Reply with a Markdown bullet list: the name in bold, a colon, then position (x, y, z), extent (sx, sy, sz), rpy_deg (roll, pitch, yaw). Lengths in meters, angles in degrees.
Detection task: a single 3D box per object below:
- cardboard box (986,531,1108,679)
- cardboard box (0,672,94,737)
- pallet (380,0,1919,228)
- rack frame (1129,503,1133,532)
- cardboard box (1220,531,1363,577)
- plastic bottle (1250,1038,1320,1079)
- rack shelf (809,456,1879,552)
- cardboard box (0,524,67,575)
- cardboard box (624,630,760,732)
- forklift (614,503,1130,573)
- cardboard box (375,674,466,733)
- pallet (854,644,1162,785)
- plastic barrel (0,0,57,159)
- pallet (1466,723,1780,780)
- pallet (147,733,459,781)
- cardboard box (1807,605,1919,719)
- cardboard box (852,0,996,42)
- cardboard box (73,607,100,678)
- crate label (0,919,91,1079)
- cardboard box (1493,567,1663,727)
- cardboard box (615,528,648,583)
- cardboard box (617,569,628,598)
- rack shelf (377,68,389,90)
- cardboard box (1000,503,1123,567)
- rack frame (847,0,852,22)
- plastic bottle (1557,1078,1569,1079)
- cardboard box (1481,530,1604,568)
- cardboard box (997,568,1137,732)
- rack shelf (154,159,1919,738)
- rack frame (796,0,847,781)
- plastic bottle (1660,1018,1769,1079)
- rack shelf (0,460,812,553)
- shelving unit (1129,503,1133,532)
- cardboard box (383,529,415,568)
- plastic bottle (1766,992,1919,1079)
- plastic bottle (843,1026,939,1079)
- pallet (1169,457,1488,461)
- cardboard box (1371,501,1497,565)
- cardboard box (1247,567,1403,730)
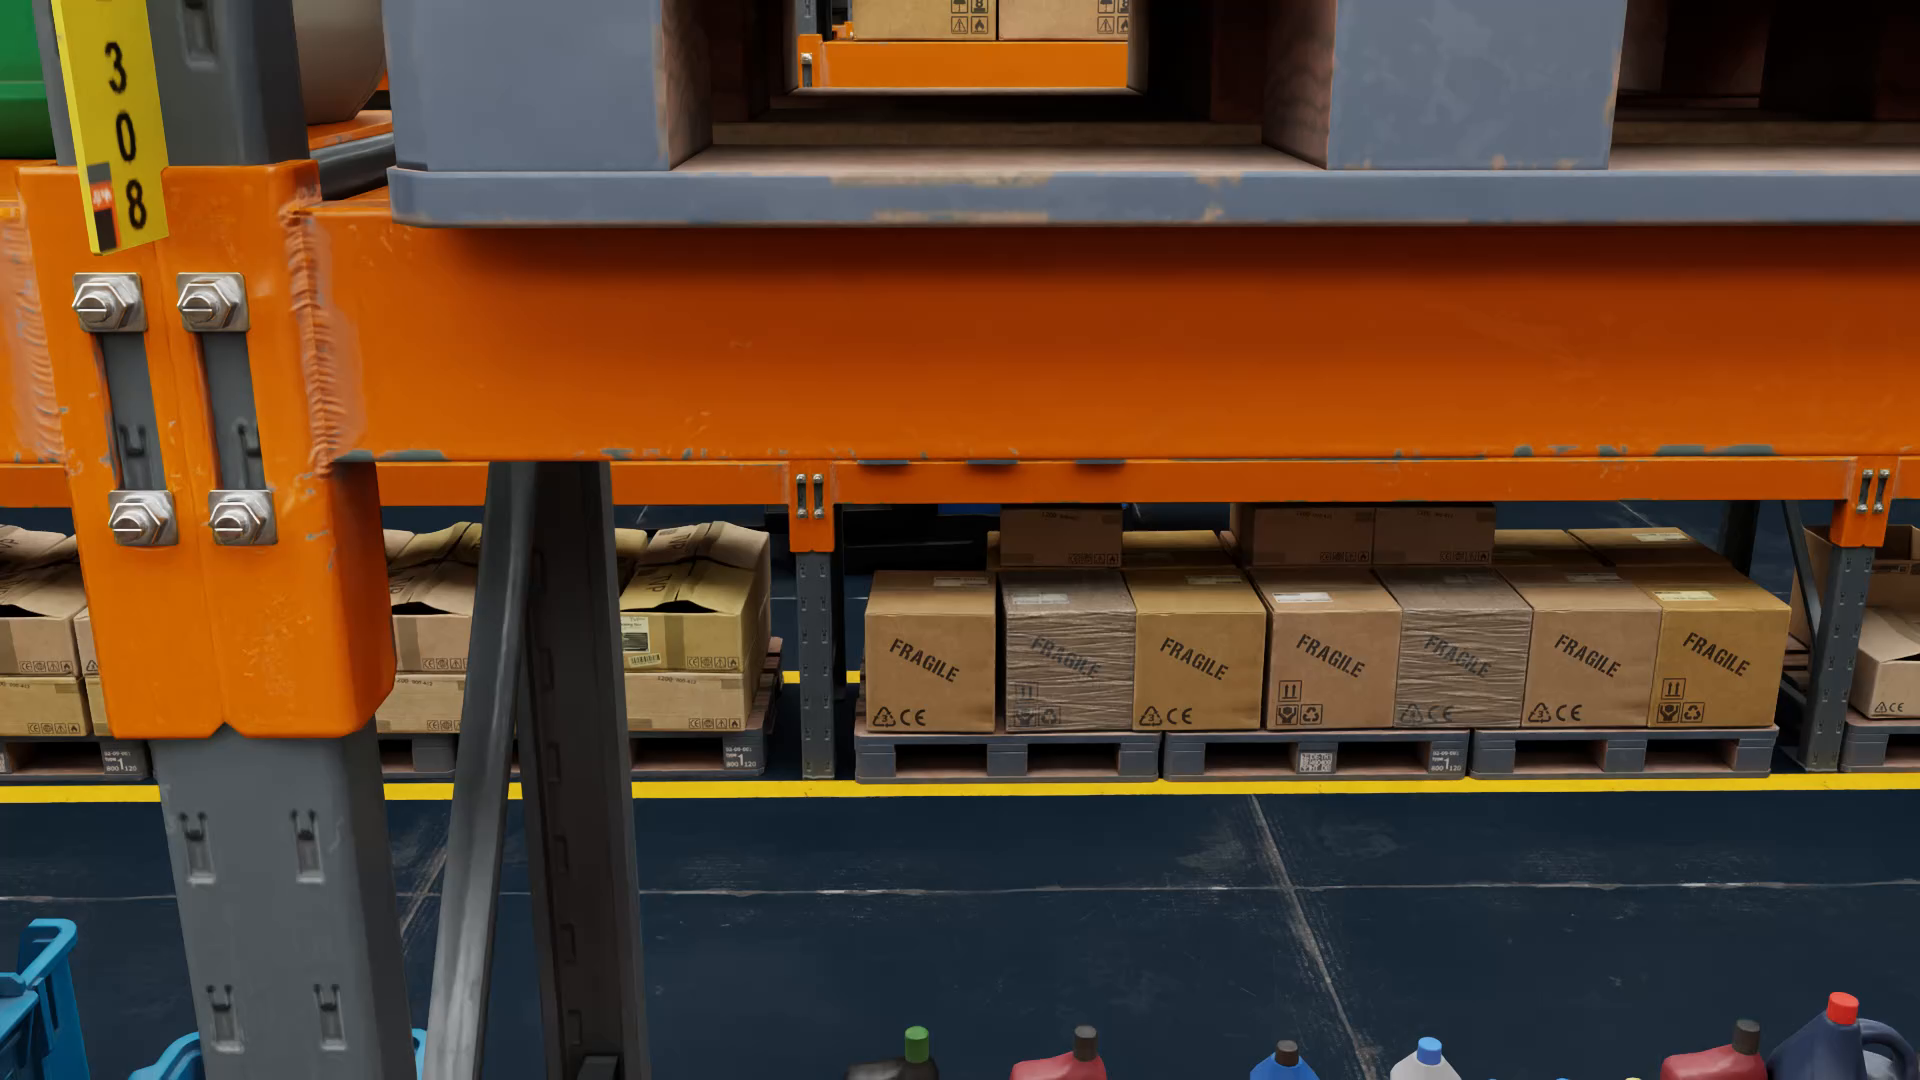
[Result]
- **cardboard box**: position (0.364, 0.276, 7.149), extent (0.500, 0.500, 0.500), rpy_deg (0, 18, 1)
- **cardboard box**: position (-3.649, 0.572, 6.669), extent (0.500, 0.250, 0.500), rpy_deg (0, 18, 1)
- **pallet**: position (0.273, -0.428, 1.370), extent (1.213, 0.211, 1.003), rpy_deg (0, 18, -1)
- **rack frame**: position (0.935, -0.758, 9.454), extent (0.032, 1.500, 0.500), rpy_deg (-2, 18, -6)
- **cardboard box**: position (1.406, 0.269, 7.170), extent (0.500, 0.500, 0.500), rpy_deg (-1, 18, -3)
- **plastic bottle**: position (0.446, 0.816, 2.303), extent (0.097, 0.271, 0.097), rpy_deg (0, 18, 0)
- **rack shelf**: position (1.432, -0.296, 6.737), extent (4.000, 0.370, 1.077), rpy_deg (0, 18, -1)
- **cardboard box**: position (-4.167, 0.143, 7.086), extent (0.500, 0.311, 0.500), rpy_deg (0, 18, -1)
- **cardboard box**: position (-1.090, 0.558, 6.713), extent (0.500, 0.250, 0.500), rpy_deg (0, 18, 0)
- **forklift**: position (-0.619, -1.377, 9.041), extent (3.031, 2.935, 1.130), rpy_deg (-2, 18, -5)
- **cardboard box**: position (-2.108, 0.563, 6.697), extent (0.500, 0.250, 0.500), rpy_deg (0, 18, 0)
- **pallet**: position (0.180, 0.707, 6.998), extent (1.213, 0.211, 1.003), rpy_deg (0, 18, -1)
- **plastic barrel**: position (-0.739, -0.453, 1.394), extent (0.294, 0.245, 0.294), rpy_deg (0, 18, 0)
- **pallet**: position (2.619, 0.695, 7.035), extent (1.213, 0.211, 1.003), rpy_deg (0, 18, -1)
- **pallet**: position (-2.608, 0.696, 7.032), extent (1.213, 0.211, 1.003), rpy_deg (0, 18, -1)
- **cardboard box**: position (3.855, 0.487, 6.801), extent (0.500, 0.311, 0.500), rpy_deg (0, 18, -1)
- **cardboard box**: position (-0.132, -2.117, 6.162), extent (0.500, 0.500, 0.910), rpy_deg (0, 18, -1)
- **cardboard box**: position (-3.132, 0.303, 6.587), extent (0.500, 0.311, 0.500), rpy_deg (-1, 18, -3)
- **crate label**: position (-1.491, 0.789, 2.118), extent (0.616, 0.435, 0.502), rpy_deg (0, 18, -1)
- **cardboard box**: position (2.449, 0.423, 6.692), extent (0.500, 0.500, 0.500), rpy_deg (0, 18, -1)
- **cardboard box**: position (-1.621, 0.132, 7.123), extent (0.500, 0.311, 0.500), rpy_deg (-1, 18, -2)
- **cardboard box**: position (-1.607, 0.296, 6.611), extent (0.500, 0.311, 0.500), rpy_deg (-1, 18, -2)
- **rack shelf**: position (-2.567, -1.705, 6.218), extent (4.000, 0.370, 1.077), rpy_deg (0, 18, -1)
- **cardboard box**: position (0.420, -0.083, 7.039), extent (0.500, 0.250, 0.500), rpy_deg (0, 18, 1)
- **rack frame**: position (-0.649, -2.142, 11.313), extent (0.127, 3.000, 1.000), rpy_deg (0, 18, -1)
- **plastic bottle**: position (0.835, 0.848, 2.320), extent (0.097, 0.201, 0.097), rpy_deg (0, 18, 0)
- **cardboard box**: position (2.411, 0.267, 7.178), extent (0.500, 0.500, 0.500), rpy_deg (0, 18, 0)
- **cardboard box**: position (0.416, 0.433, 6.659), extent (0.500, 0.500, 0.500), rpy_deg (-1, 18, -3)
- **rack shelf**: position (1.507, -0.211, 1.562), extent (4.000, 0.370, 1.077), rpy_deg (0, 18, -1)
- **rack frame**: position (-0.567, -0.629, 6.597), extent (0.127, 3.000, 1.000), rpy_deg (0, 18, -1)
- **plastic bottle**: position (1.048, 0.802, 2.328), extent (0.133, 0.283, 0.061), rpy_deg (0, 18, -1)
- **rack shelf**: position (-2.567, -0.277, 6.677), extent (4.000, 0.370, 1.077), rpy_deg (0, 18, -1)
- **shelving unit**: position (1.440, -0.773, 9.503), extent (1.048, 1.500, 0.538), rpy_deg (-2, 18, -6)
- **cardboard box**: position (-2.645, 0.136, 7.109), extent (0.500, 0.311, 0.500), rpy_deg (0, 18, -2)
- **plastic bottle**: position (1.207, 0.782, 2.280), extent (0.185, 0.351, 0.144), rpy_deg (0, 18, -1)
- **plastic bottle**: position (-0.095, 0.807, 2.311), extent (0.133, 0.283, 0.061), rpy_deg (0, 18, -1)
- **pallet**: position (1.377, -0.548, 6.660), extent (1.213, 0.211, 1.003), rpy_deg (0, 18, -1)
- **cardboard box**: position (1.945, -0.092, 7.067), extent (0.500, 0.250, 0.500), rpy_deg (0, 18, -1)
- **cardboard box**: position (1.439, 0.428, 6.675), extent (0.500, 0.500, 0.500), rpy_deg (-1, 18, -3)
